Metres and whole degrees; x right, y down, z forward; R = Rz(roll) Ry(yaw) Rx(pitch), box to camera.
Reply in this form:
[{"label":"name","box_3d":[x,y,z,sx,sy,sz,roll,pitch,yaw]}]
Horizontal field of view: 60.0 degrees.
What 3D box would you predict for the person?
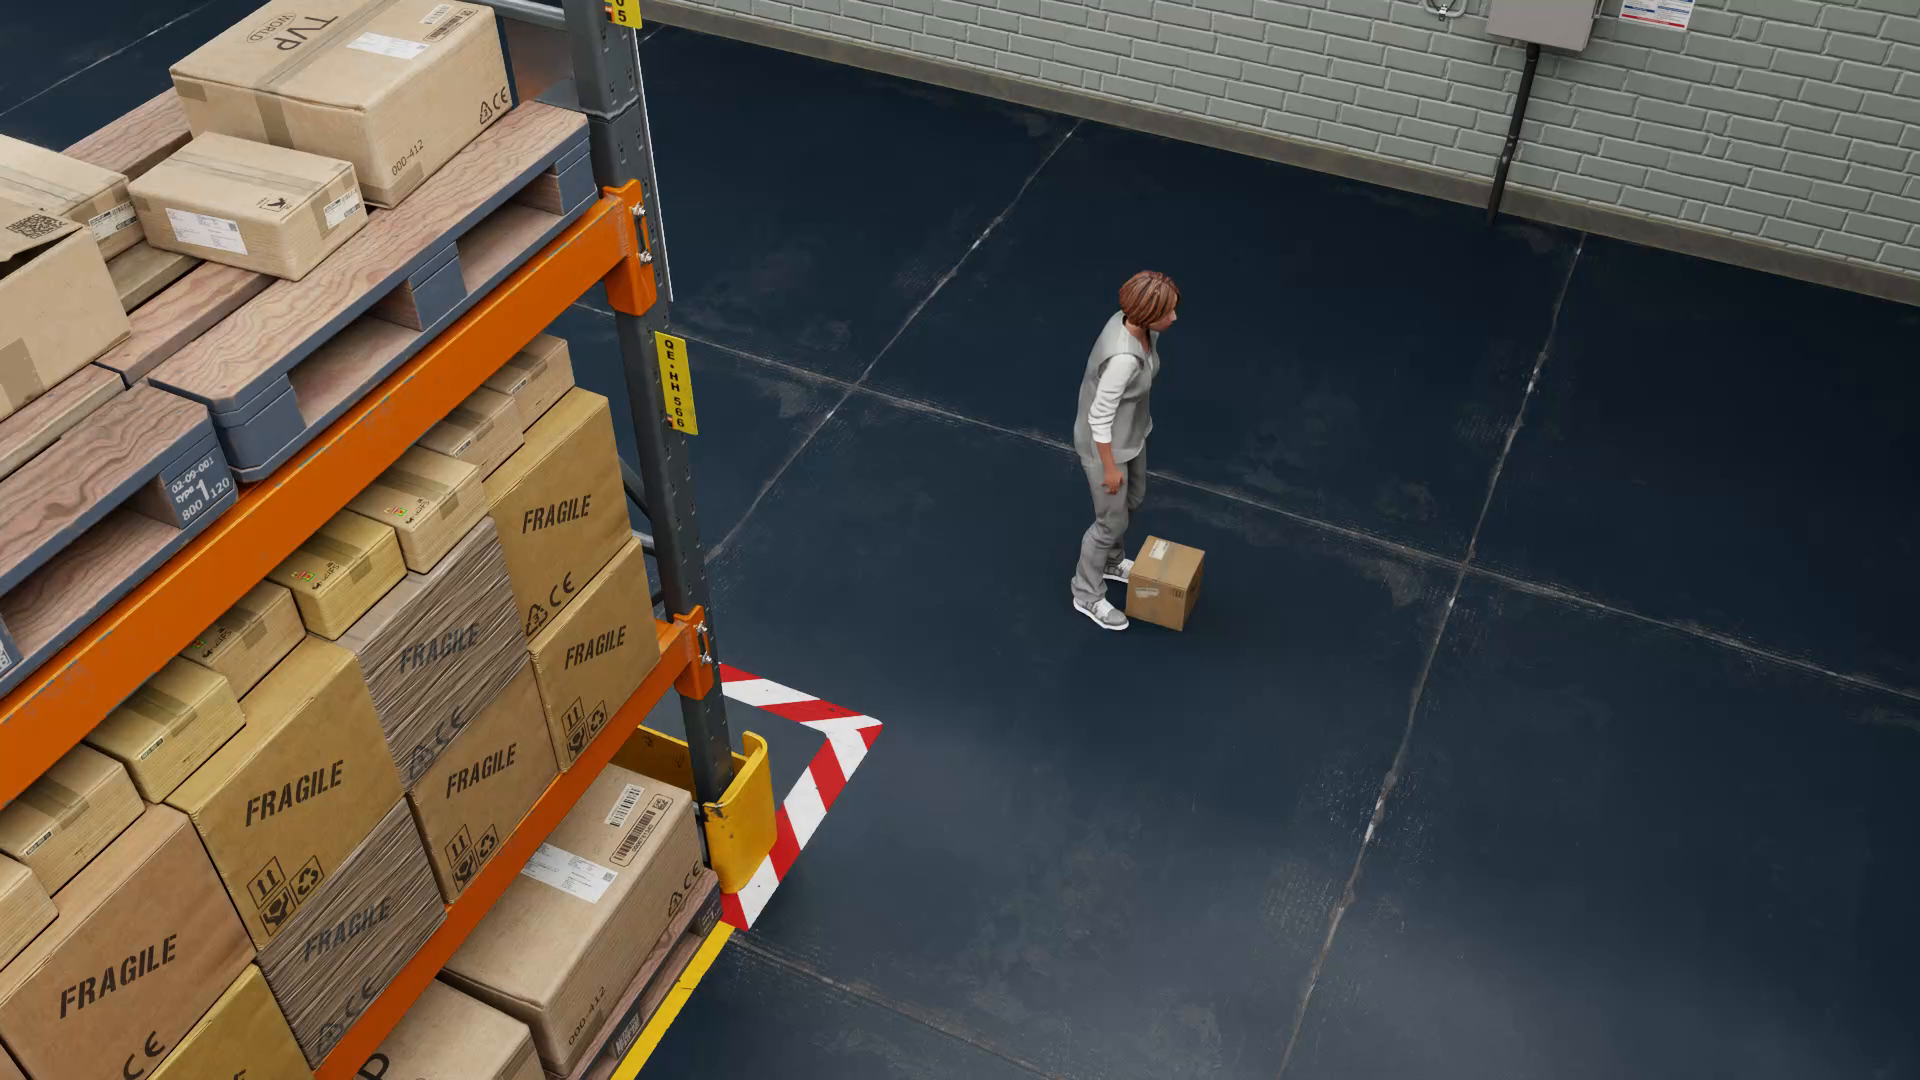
[{"label":"person","box_3d":[0.630,-0.379,6.582,0.346,1.592,0.480,15,45,16]}]
